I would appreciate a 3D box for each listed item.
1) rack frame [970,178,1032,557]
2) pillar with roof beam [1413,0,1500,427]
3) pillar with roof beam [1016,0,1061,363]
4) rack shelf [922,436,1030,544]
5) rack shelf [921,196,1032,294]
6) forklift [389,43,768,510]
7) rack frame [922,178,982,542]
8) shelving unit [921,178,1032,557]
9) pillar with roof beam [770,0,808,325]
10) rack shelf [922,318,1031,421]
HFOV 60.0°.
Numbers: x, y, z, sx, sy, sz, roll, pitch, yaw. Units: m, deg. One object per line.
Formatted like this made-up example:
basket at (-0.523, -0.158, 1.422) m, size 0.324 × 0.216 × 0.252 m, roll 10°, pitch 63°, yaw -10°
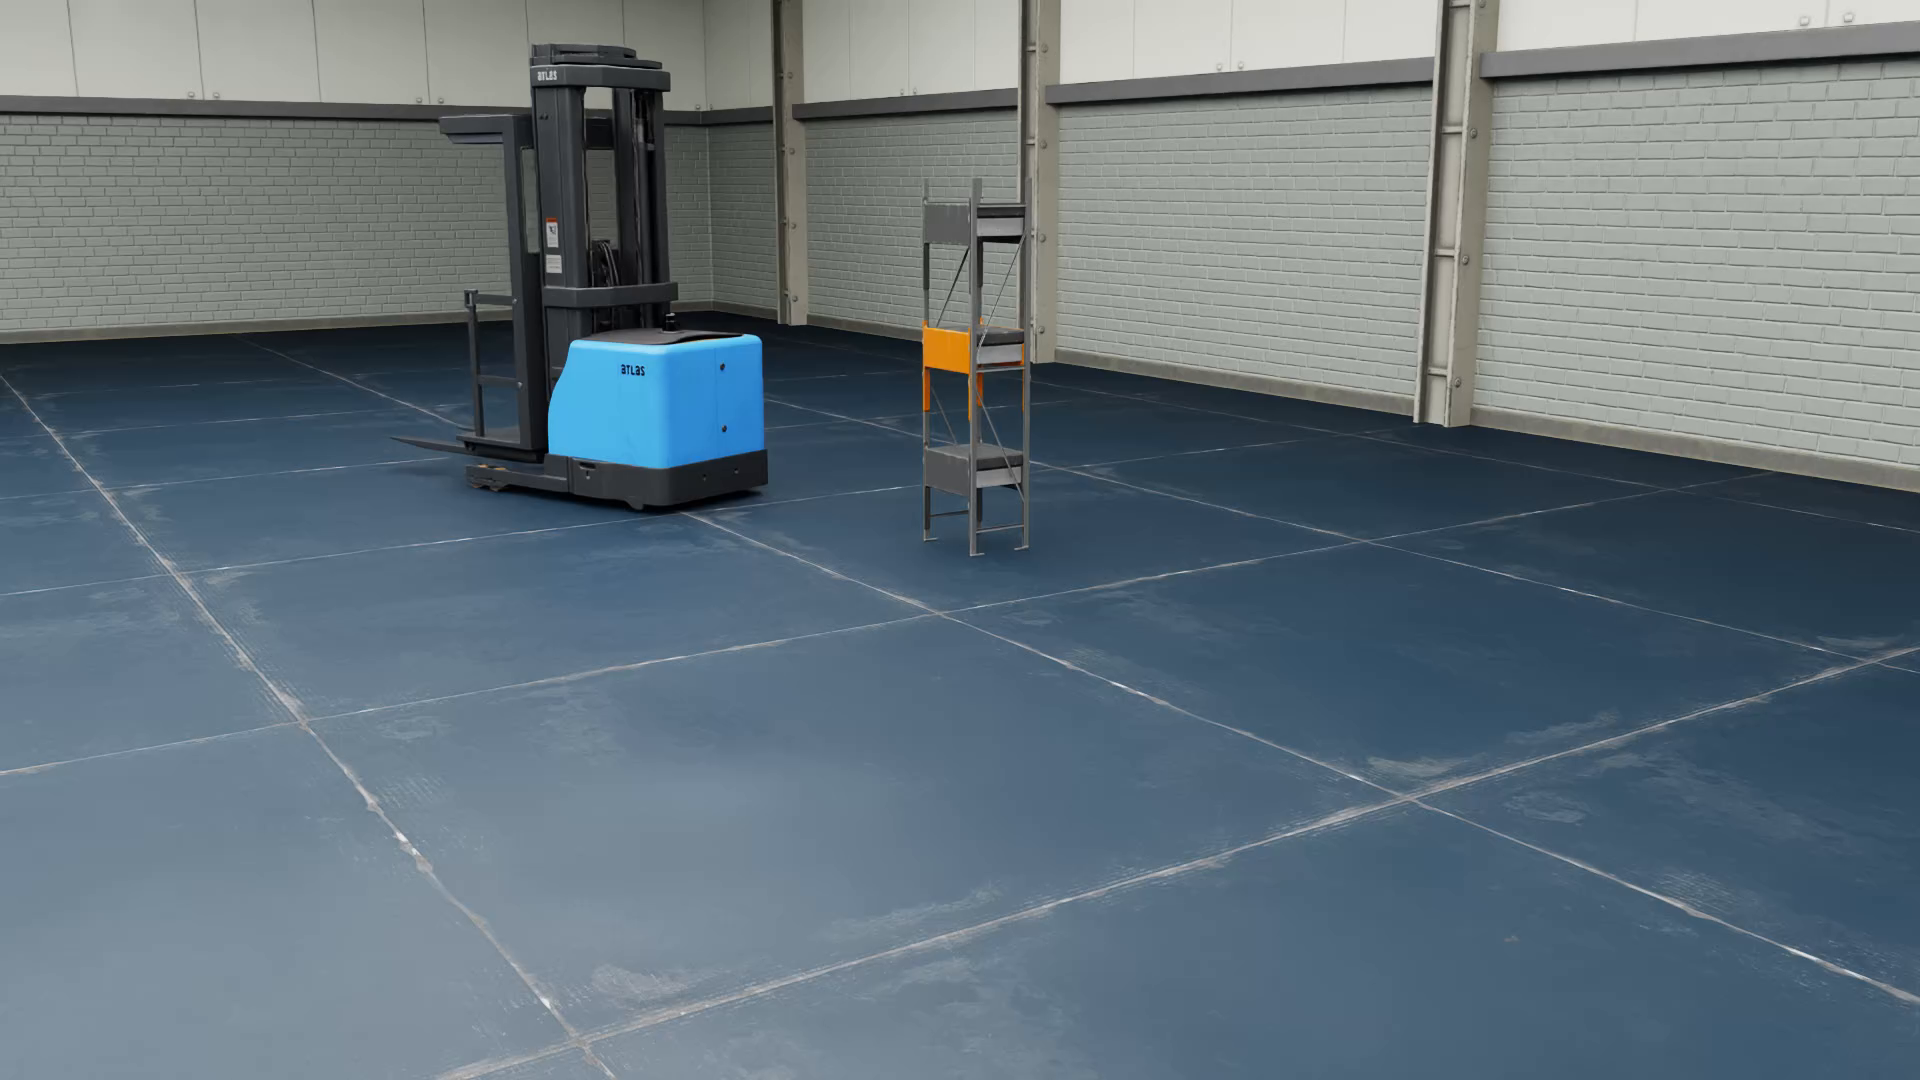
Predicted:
rack frame at (0.227, -0.953, 9.304) m, size 0.400 × 2.100 × 0.015 m, roll -8°, pitch 15°, yaw -33°
pillar with roof beam at (0.630, -4.907, 11.237) m, size 9.100 × 9.000 × 0.400 m, roll -8°, pitch 15°, yaw -33°
pillar with roof beam at (-2.695, -5.974, 16.117) m, size 9.100 × 9.000 × 0.400 m, roll -8°, pitch 15°, yaw -33°
rack shelf at (0.092, -0.299, 9.655) m, size 0.431 × 0.518 × 0.480 m, roll -8°, pitch 15°, yaw -33°
rack shelf at (0.092, -1.667, 9.356) m, size 0.431 × 0.518 × 0.480 m, roll -8°, pitch 15°, yaw -33°
forklift at (-2.798, -1.846, 11.445) m, size 3.031 × 2.935 × 1.130 m, roll 9°, pitch 15°, yaw 35°
rack frame at (-0.043, -1.040, 9.701) m, size 0.400 × 2.100 × 0.015 m, roll -8°, pitch 15°, yaw -33°
shelving unit at (0.092, -0.996, 9.503) m, size 0.431 × 2.100 × 0.503 m, roll -8°, pitch 15°, yaw -33°
pillar with roof beam at (-6.019, -7.041, 20.996) m, size 9.100 × 9.000 × 0.400 m, roll -8°, pitch 15°, yaw -33°
rack shelf at (0.092, -0.983, 9.506) m, size 0.431 × 0.518 × 0.480 m, roll -8°, pitch 15°, yaw -33°
